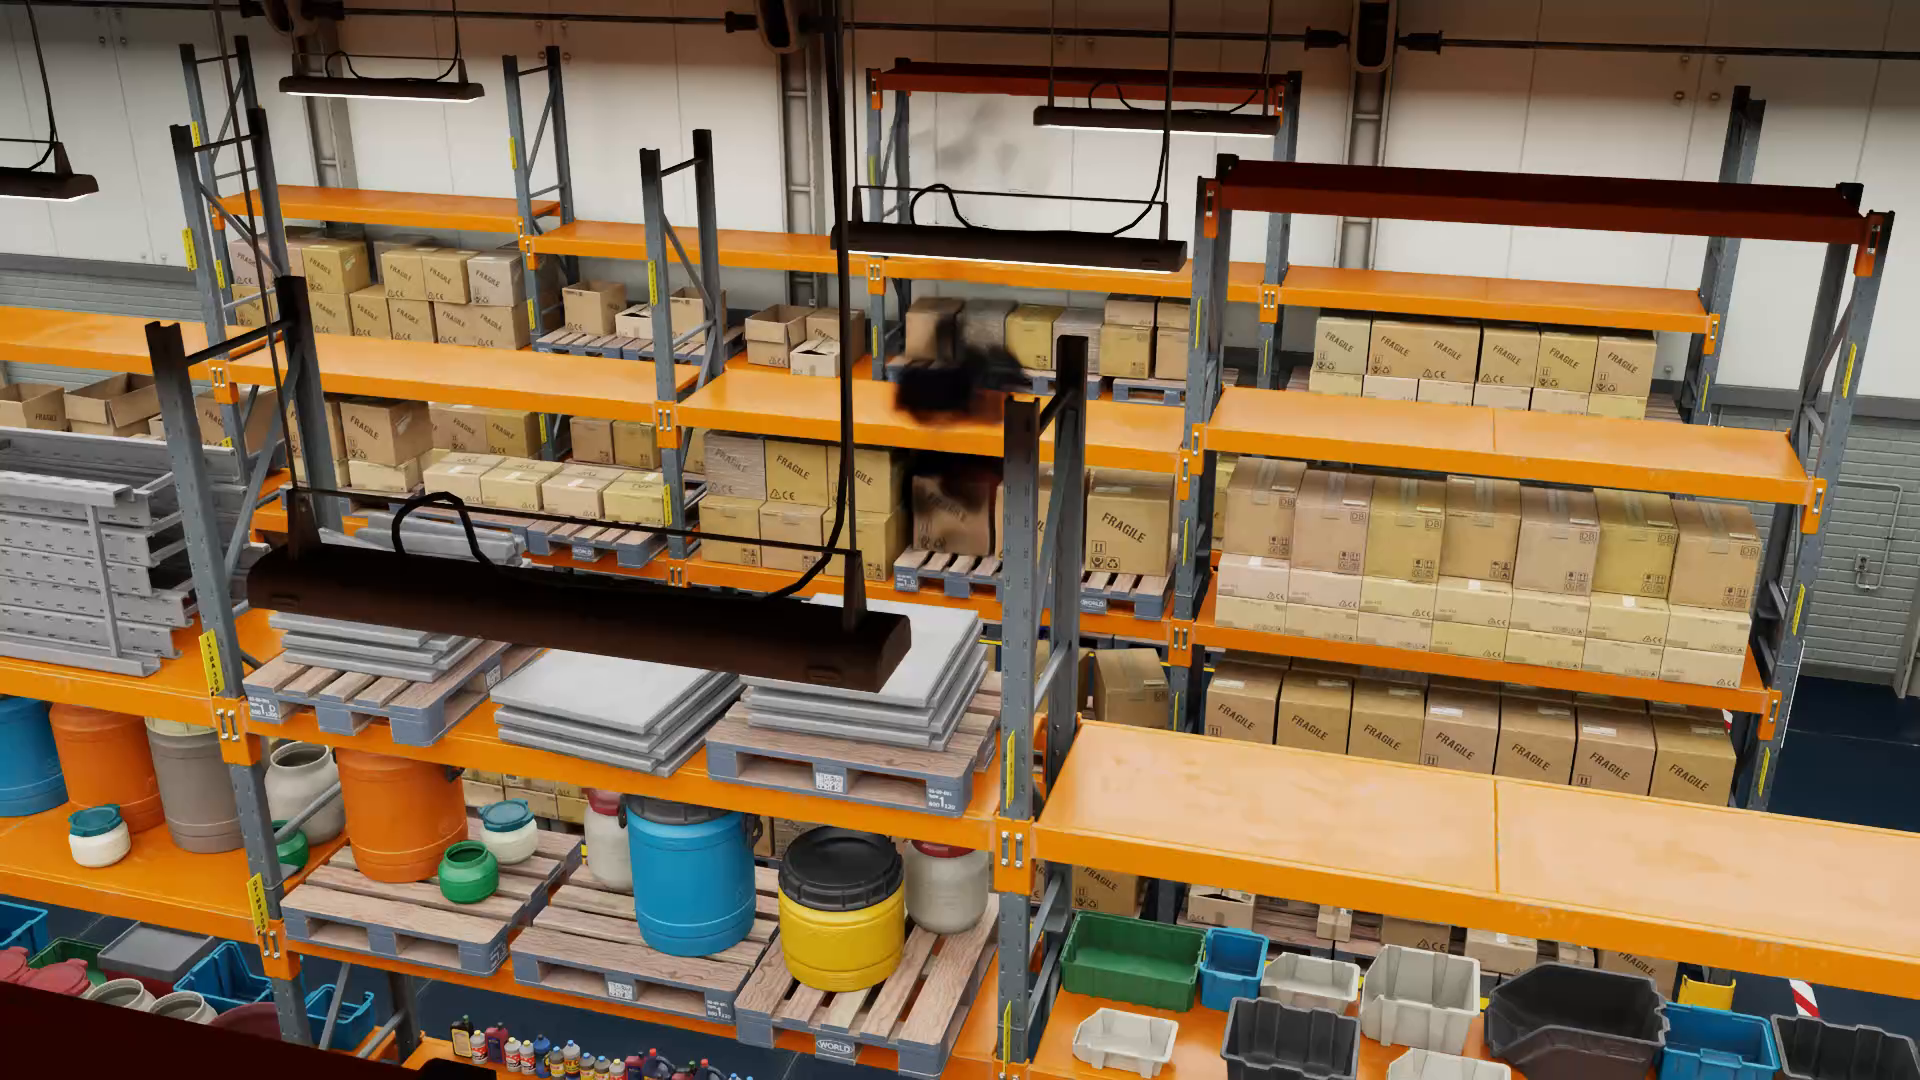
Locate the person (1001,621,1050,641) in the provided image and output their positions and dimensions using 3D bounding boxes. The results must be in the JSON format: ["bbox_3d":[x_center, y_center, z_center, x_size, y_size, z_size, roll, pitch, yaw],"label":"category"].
[{"bbox_3d":[0.714,1.074,15.241,0.860,1.690,0.569,3,23,7],"label":"person"}]
